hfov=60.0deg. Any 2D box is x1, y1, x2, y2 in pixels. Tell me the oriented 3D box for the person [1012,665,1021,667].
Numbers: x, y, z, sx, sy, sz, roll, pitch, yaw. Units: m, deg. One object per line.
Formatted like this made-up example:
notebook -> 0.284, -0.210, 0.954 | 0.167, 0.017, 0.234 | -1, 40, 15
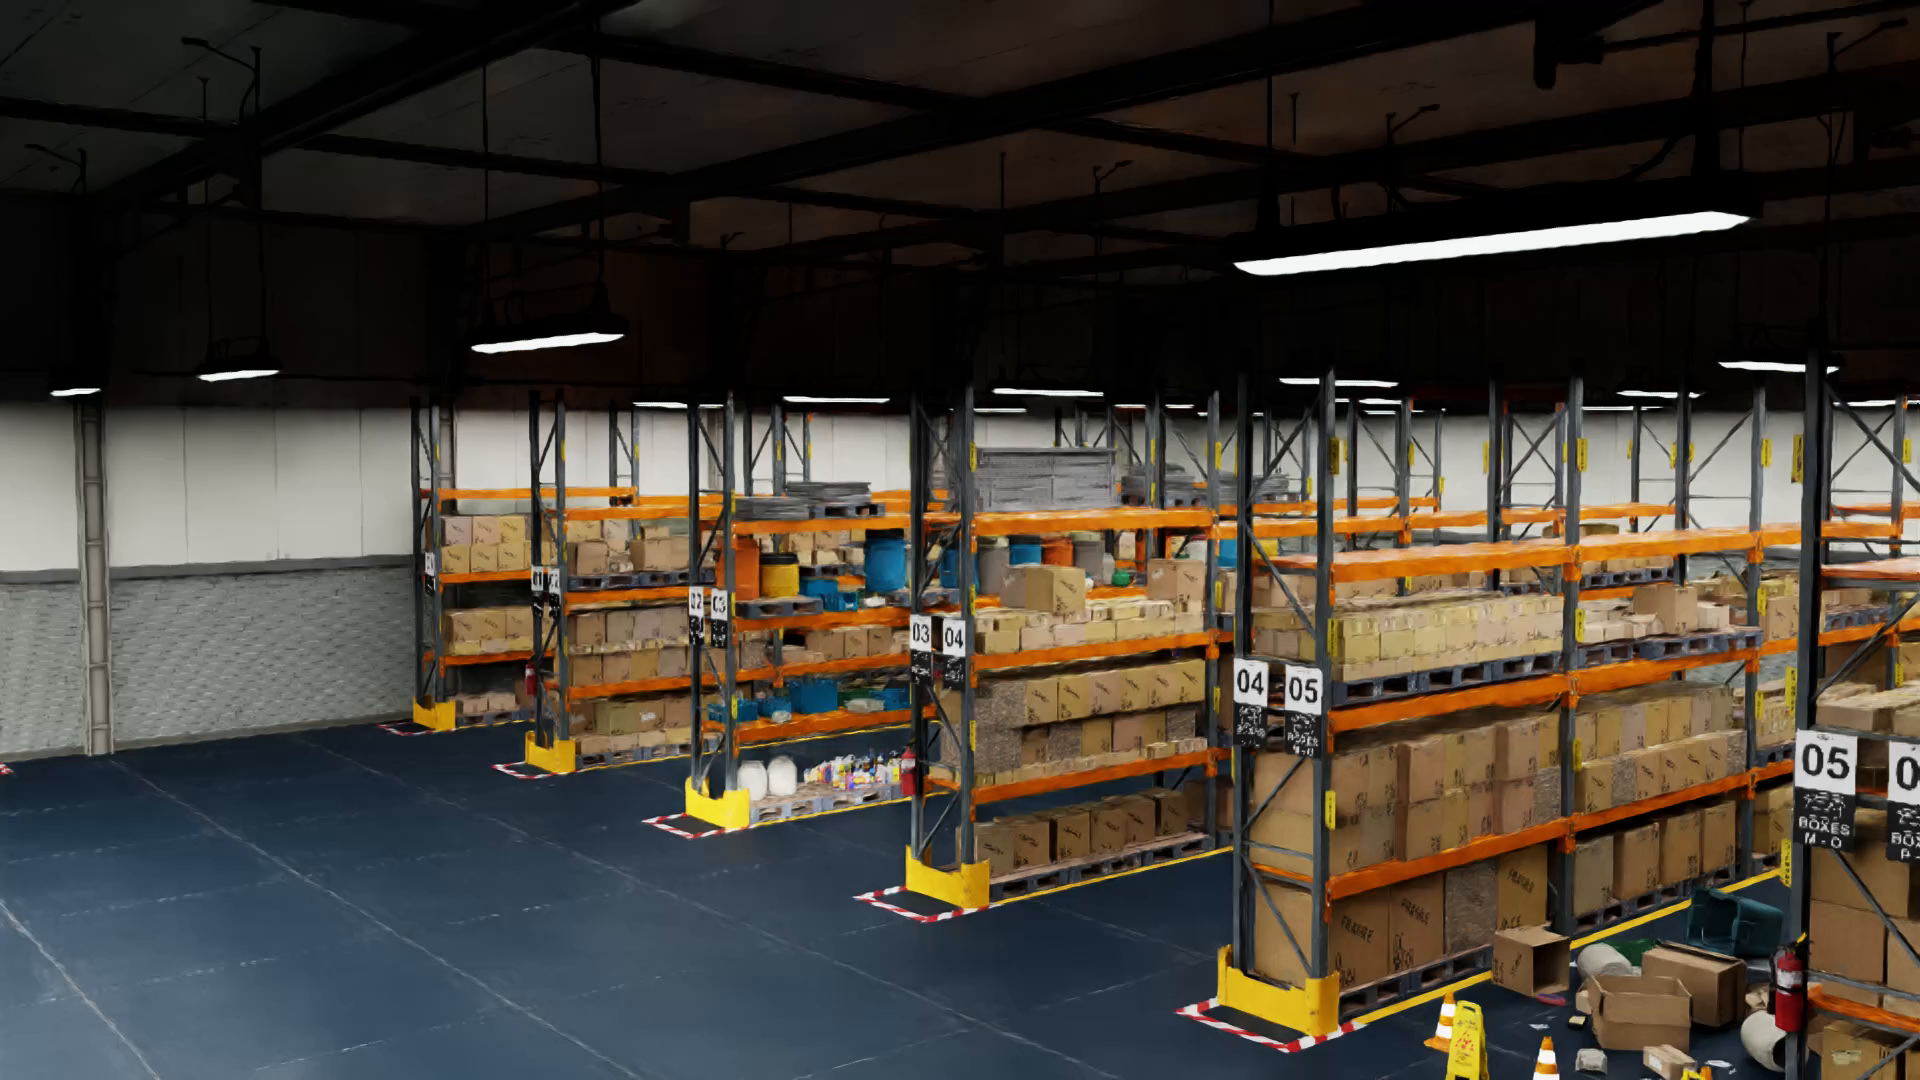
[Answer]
person -> 0.989, 2.560, 30.296 | 1.099, 1.586, 0.451 | -3, 5, -42
